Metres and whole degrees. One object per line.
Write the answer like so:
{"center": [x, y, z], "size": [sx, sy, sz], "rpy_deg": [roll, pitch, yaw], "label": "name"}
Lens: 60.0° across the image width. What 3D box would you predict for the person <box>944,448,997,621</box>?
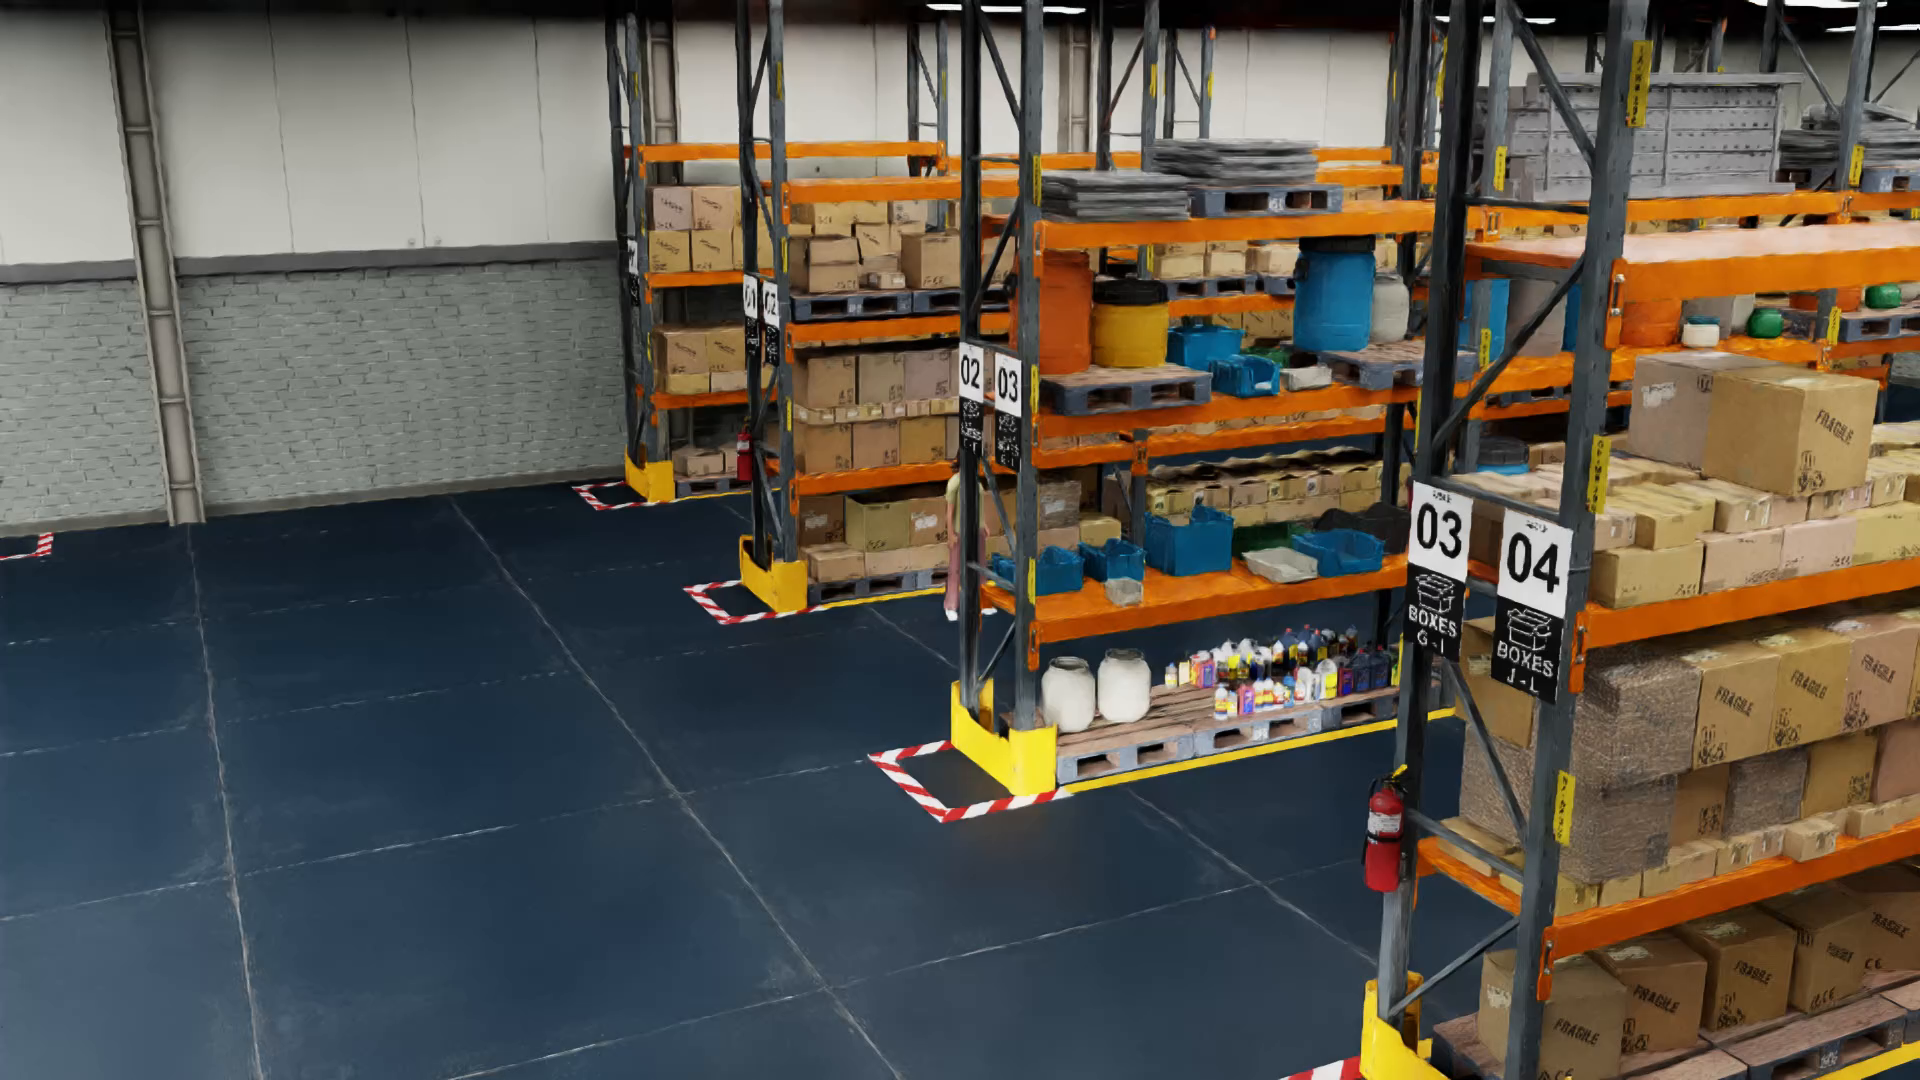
{"center": [0.098, -0.073, 15.946], "size": [0.451, 1.679, 0.524], "rpy_deg": [13, 20, 40], "label": "person"}
